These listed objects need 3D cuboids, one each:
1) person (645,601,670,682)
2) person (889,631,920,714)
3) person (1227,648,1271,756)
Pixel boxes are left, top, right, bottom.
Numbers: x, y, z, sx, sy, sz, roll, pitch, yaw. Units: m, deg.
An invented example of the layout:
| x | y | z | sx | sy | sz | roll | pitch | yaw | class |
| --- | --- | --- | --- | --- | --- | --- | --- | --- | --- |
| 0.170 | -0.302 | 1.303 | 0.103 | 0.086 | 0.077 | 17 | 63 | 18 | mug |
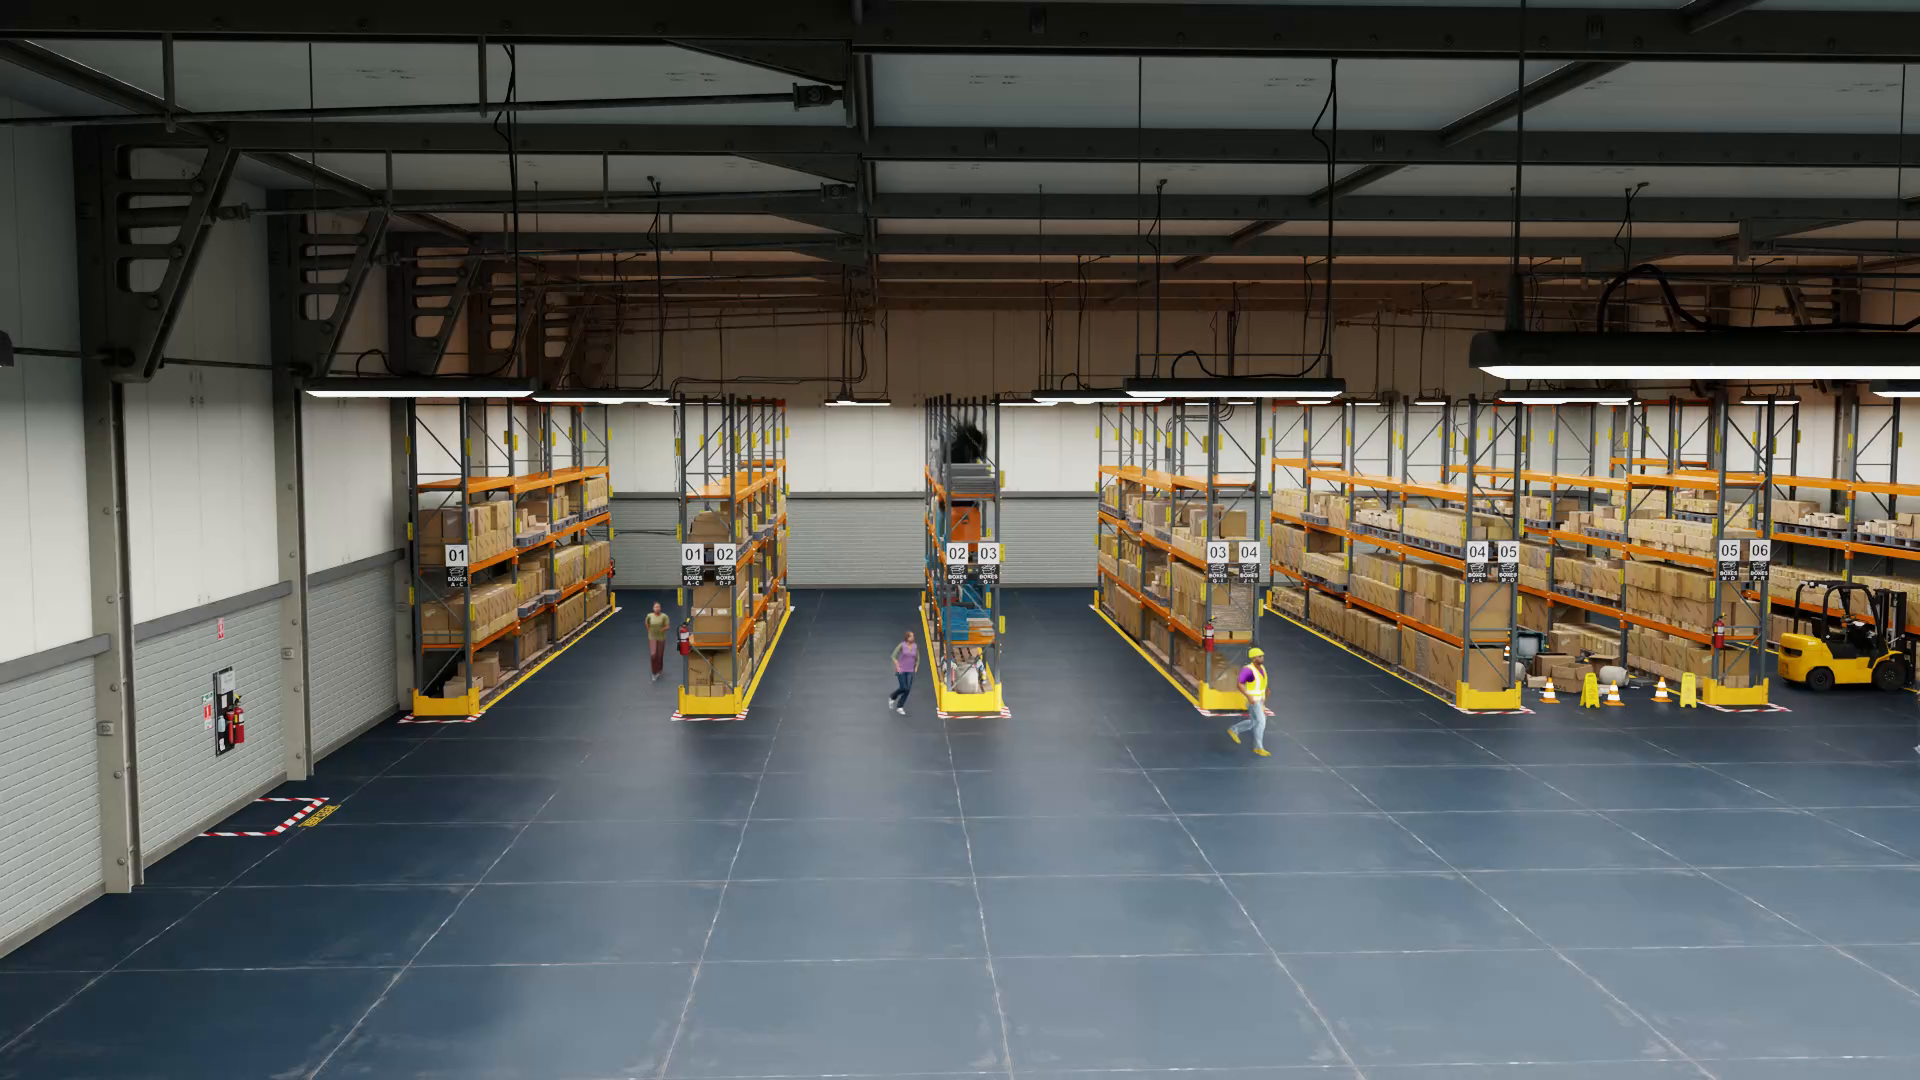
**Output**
| x | y | z | sx | sy | sz | roll | pitch | yaw | class |
| --- | --- | --- | --- | --- | --- | --- | --- | --- | --- |
| -6.380 | 2.130 | 35.124 | 0.493 | 1.700 | 0.799 | -1 | 5 | -13 | person |
| -1.023 | 2.482 | 31.322 | 0.560 | 1.553 | 0.519 | -2 | 5 | -27 | person |
| 4.818 | 2.664 | 27.665 | 0.810 | 1.770 | 0.676 | 3 | 5 | 34 | person |
